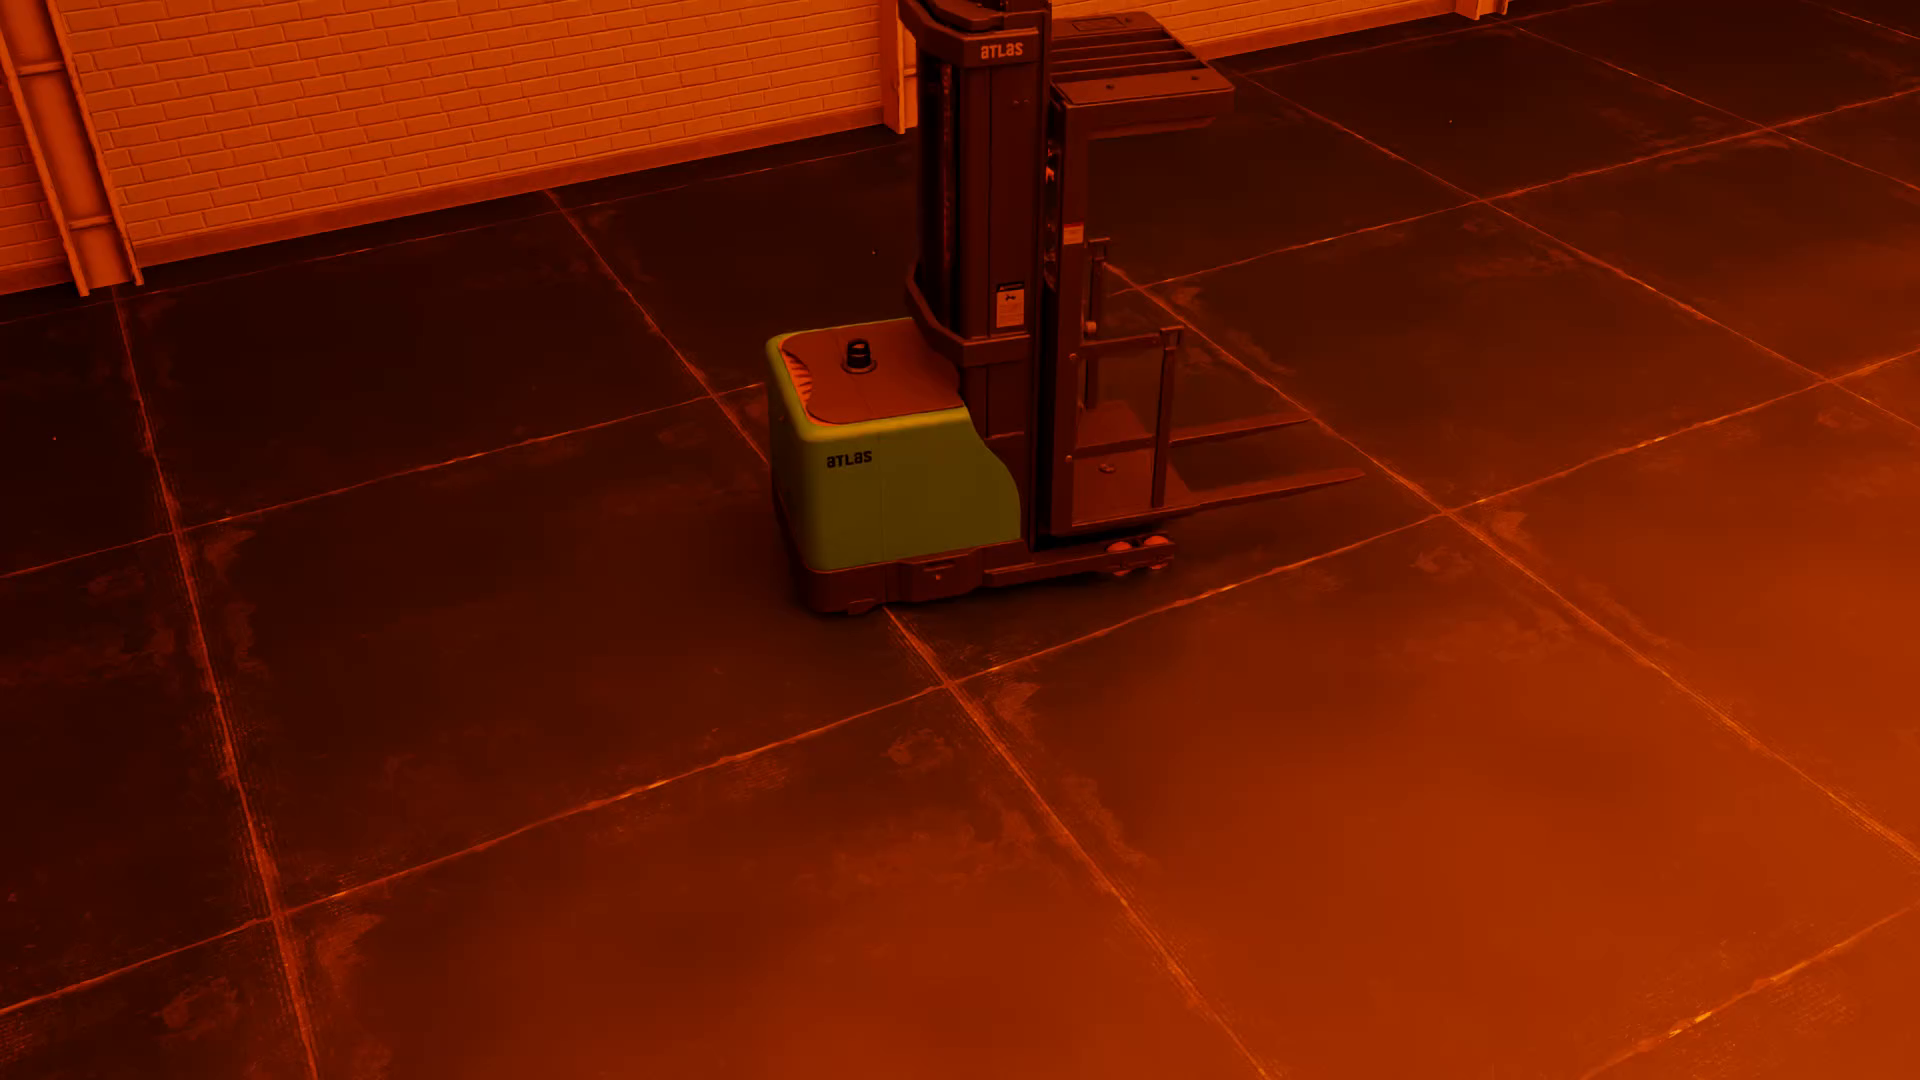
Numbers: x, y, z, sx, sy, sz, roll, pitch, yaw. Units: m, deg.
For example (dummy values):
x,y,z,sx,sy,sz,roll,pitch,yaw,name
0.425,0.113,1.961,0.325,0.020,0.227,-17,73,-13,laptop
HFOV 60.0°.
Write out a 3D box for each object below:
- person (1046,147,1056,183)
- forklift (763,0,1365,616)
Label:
x,y,z,sx,sy,sz,roll,pitch,yaw,name
0.381,-2.329,10.662,0.570,1.554,0.632,-8,36,-11,person
0.590,-1.304,7.967,3.031,2.935,1.130,-9,36,-13,forklift
